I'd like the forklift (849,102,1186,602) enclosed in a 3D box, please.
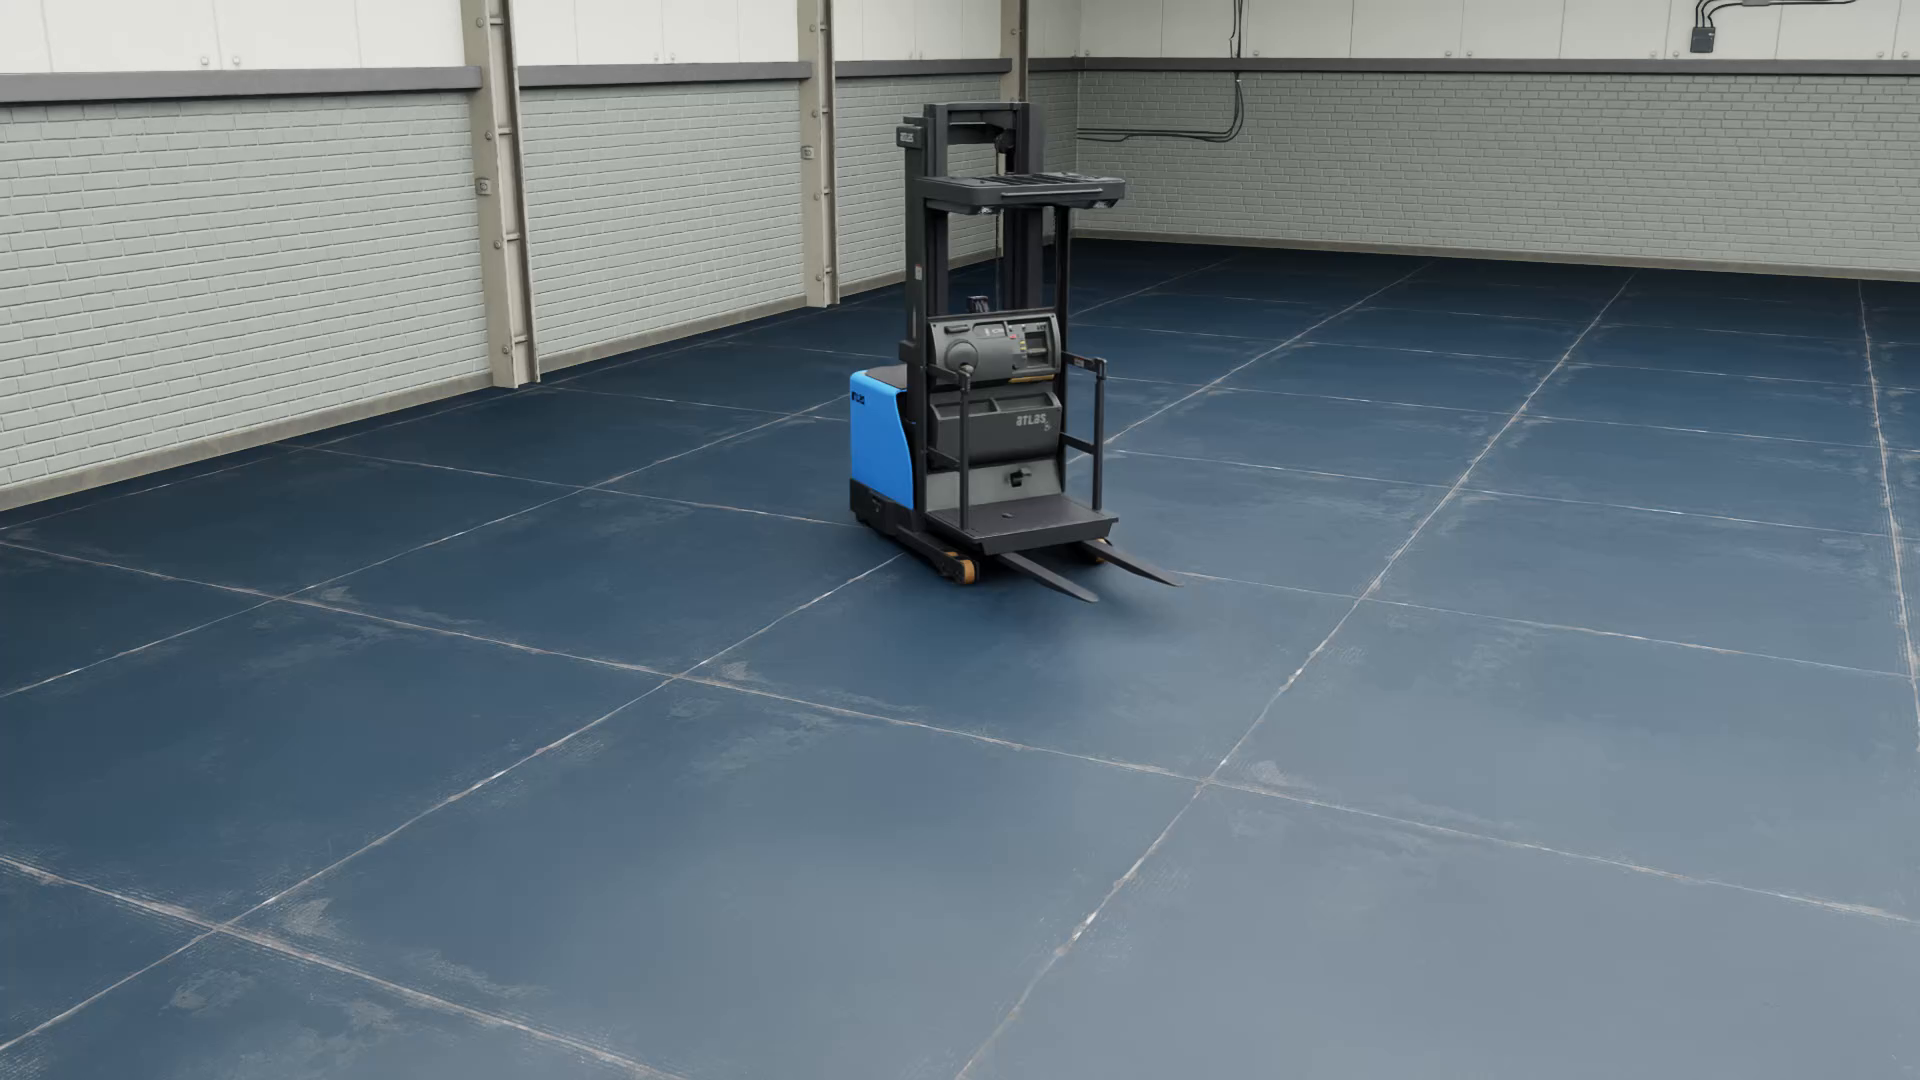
[{"bbox_3d":[0.338,-1.263,10.628,1.130,2.935,3.031,-9,19,-27],"label":"forklift"}]

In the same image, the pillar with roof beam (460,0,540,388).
[{"bbox_3d":[-0.654,-5.354,13.745,9.100,9.000,0.400,8,18,25],"label":"pillar with roof beam"}]

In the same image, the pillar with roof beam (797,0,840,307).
[{"bbox_3d":[2.027,-6.882,18.891,9.100,9.000,0.400,8,18,25],"label":"pillar with roof beam"}]

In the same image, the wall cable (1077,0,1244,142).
[{"bbox_3d":[3.356,-8.052,28.282,3.097,2.526,0.112,8,18,25],"label":"wall cable"}]

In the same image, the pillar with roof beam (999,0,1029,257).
[{"bbox_3d":[4.708,-8.411,24.036,9.100,9.000,0.400,8,18,25],"label":"pillar with roof beam"}]

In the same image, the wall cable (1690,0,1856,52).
[{"bbox_3d":[11.842,-9.959,23.276,2.305,6.003,0.169,8,18,25],"label":"wall cable"}]
